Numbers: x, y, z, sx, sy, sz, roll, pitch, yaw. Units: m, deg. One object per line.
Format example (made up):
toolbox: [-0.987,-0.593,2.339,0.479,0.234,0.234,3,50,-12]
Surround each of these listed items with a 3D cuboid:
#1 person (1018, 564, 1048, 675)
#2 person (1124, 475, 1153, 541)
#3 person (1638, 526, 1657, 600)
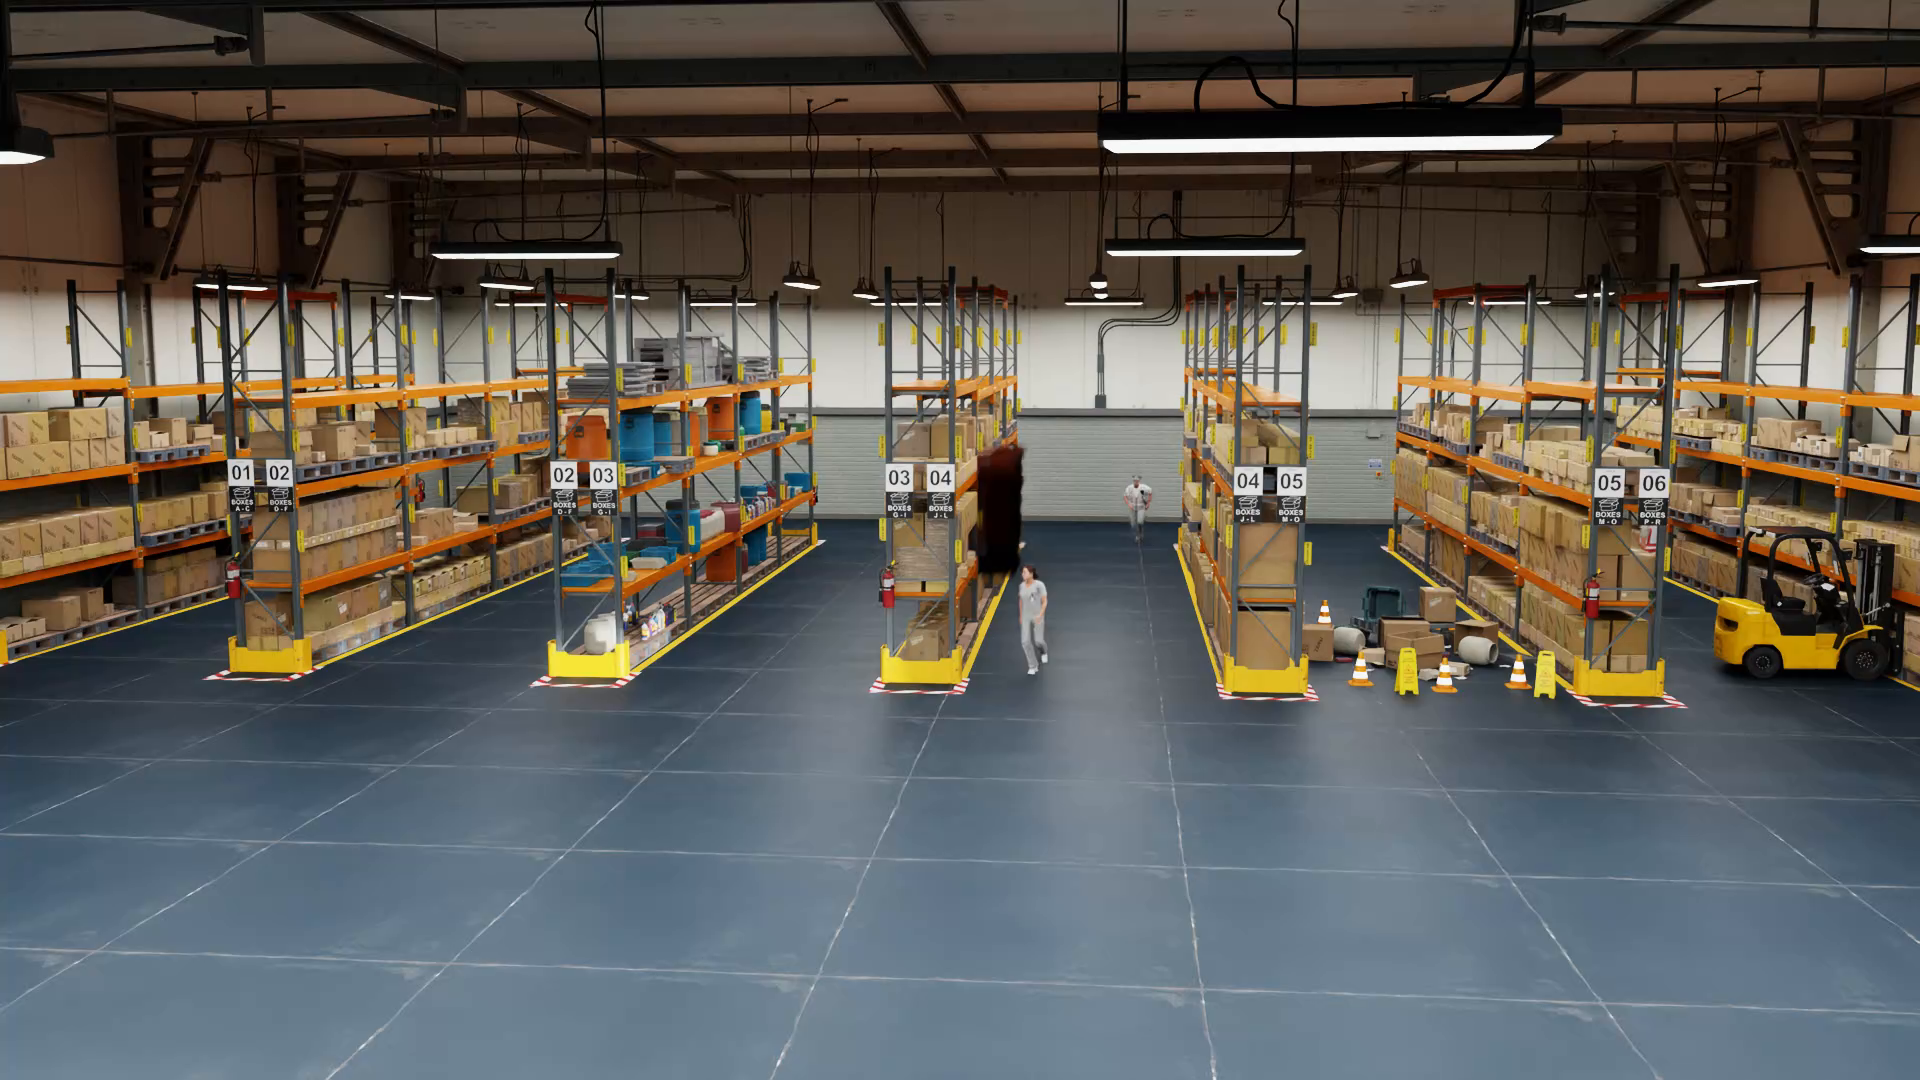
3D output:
person: [1.086,1.172,24.957,0.496,1.639,0.586,3,7,22]
person: [4.392,-0.787,40.900,0.694,1.670,0.722,2,7,16]
person: [13.029,0.287,31.528,0.591,1.785,0.406,-3,8,-25]
